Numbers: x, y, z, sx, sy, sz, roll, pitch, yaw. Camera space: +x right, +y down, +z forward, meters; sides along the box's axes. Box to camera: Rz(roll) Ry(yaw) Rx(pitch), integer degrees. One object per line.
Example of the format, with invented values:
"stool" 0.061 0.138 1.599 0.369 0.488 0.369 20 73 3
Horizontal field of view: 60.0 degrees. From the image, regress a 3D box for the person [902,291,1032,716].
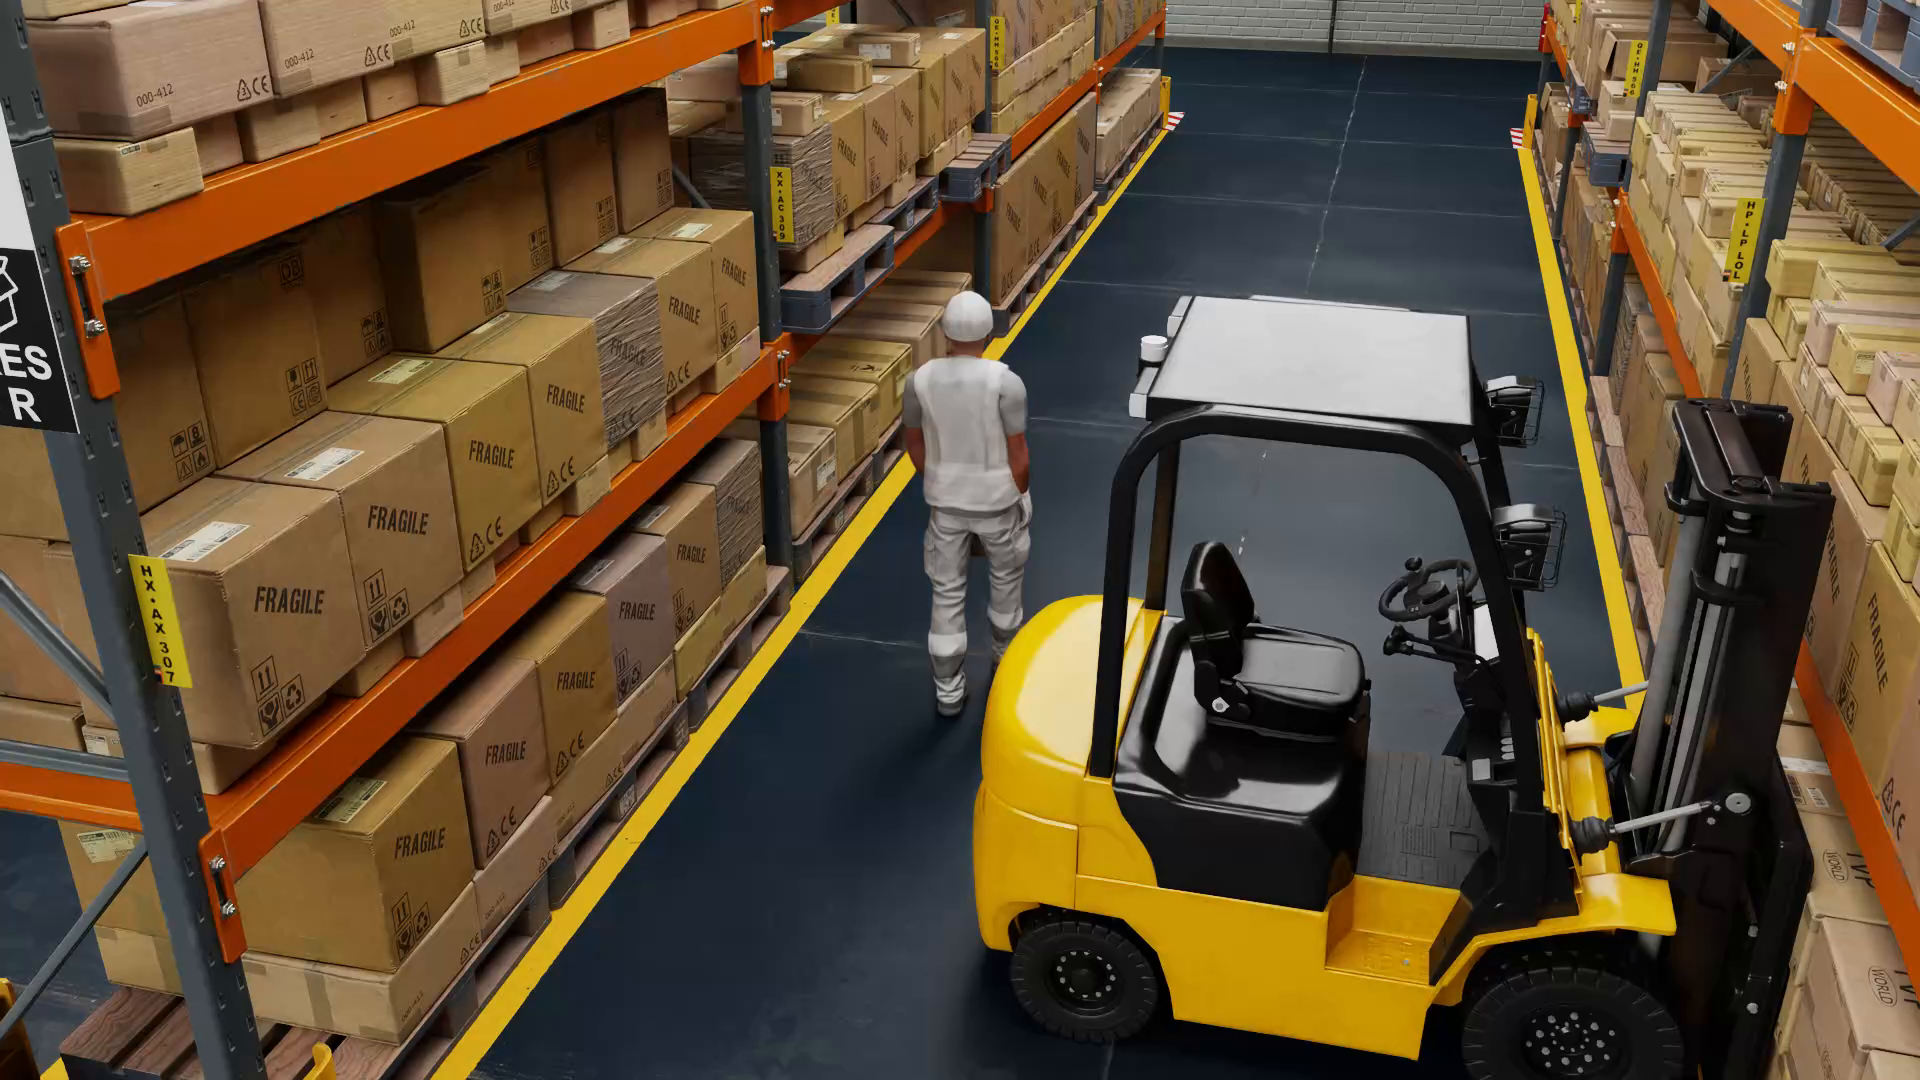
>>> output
"person" 0.050 -0.206 6.994 0.544 1.772 0.762 6 26 12
